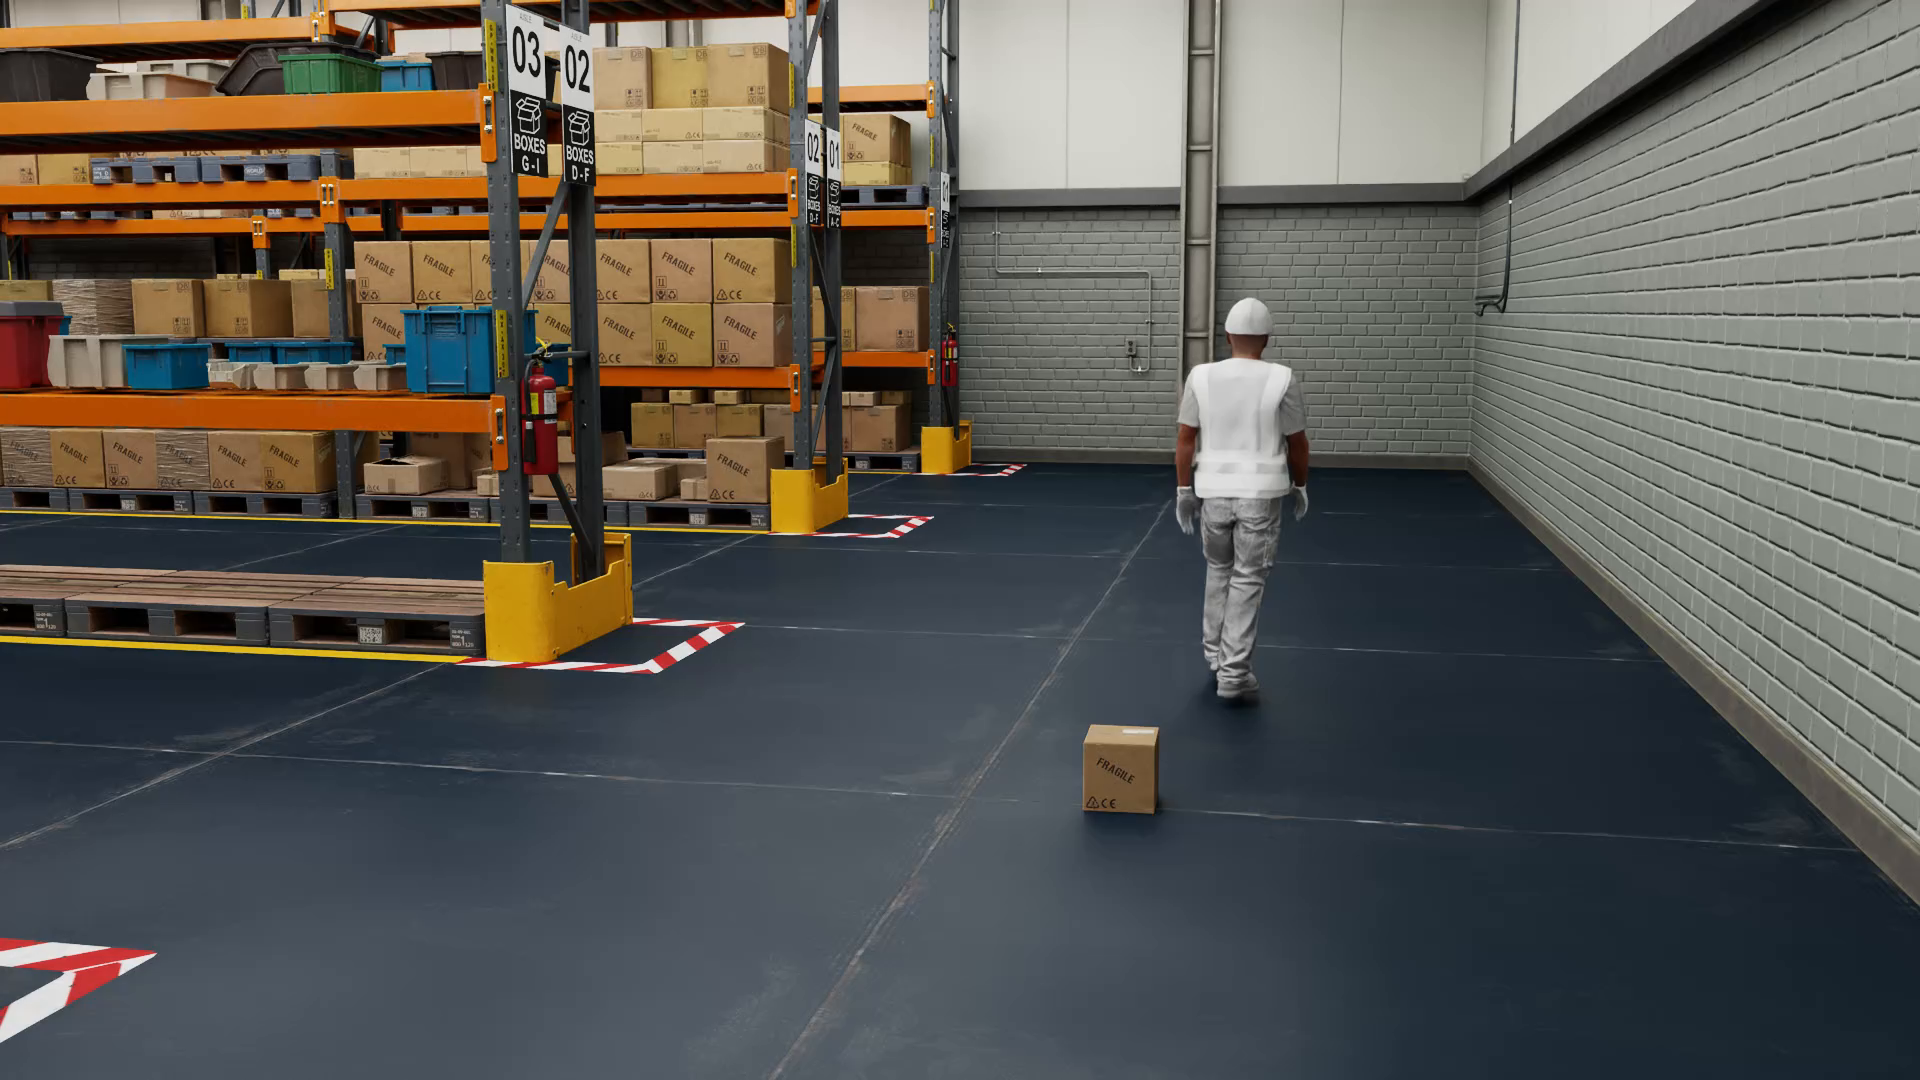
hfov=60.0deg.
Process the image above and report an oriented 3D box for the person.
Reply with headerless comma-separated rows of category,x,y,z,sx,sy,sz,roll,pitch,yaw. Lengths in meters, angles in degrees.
person,1.293,-0.171,7.539,0.565,1.835,0.666,4,9,26
